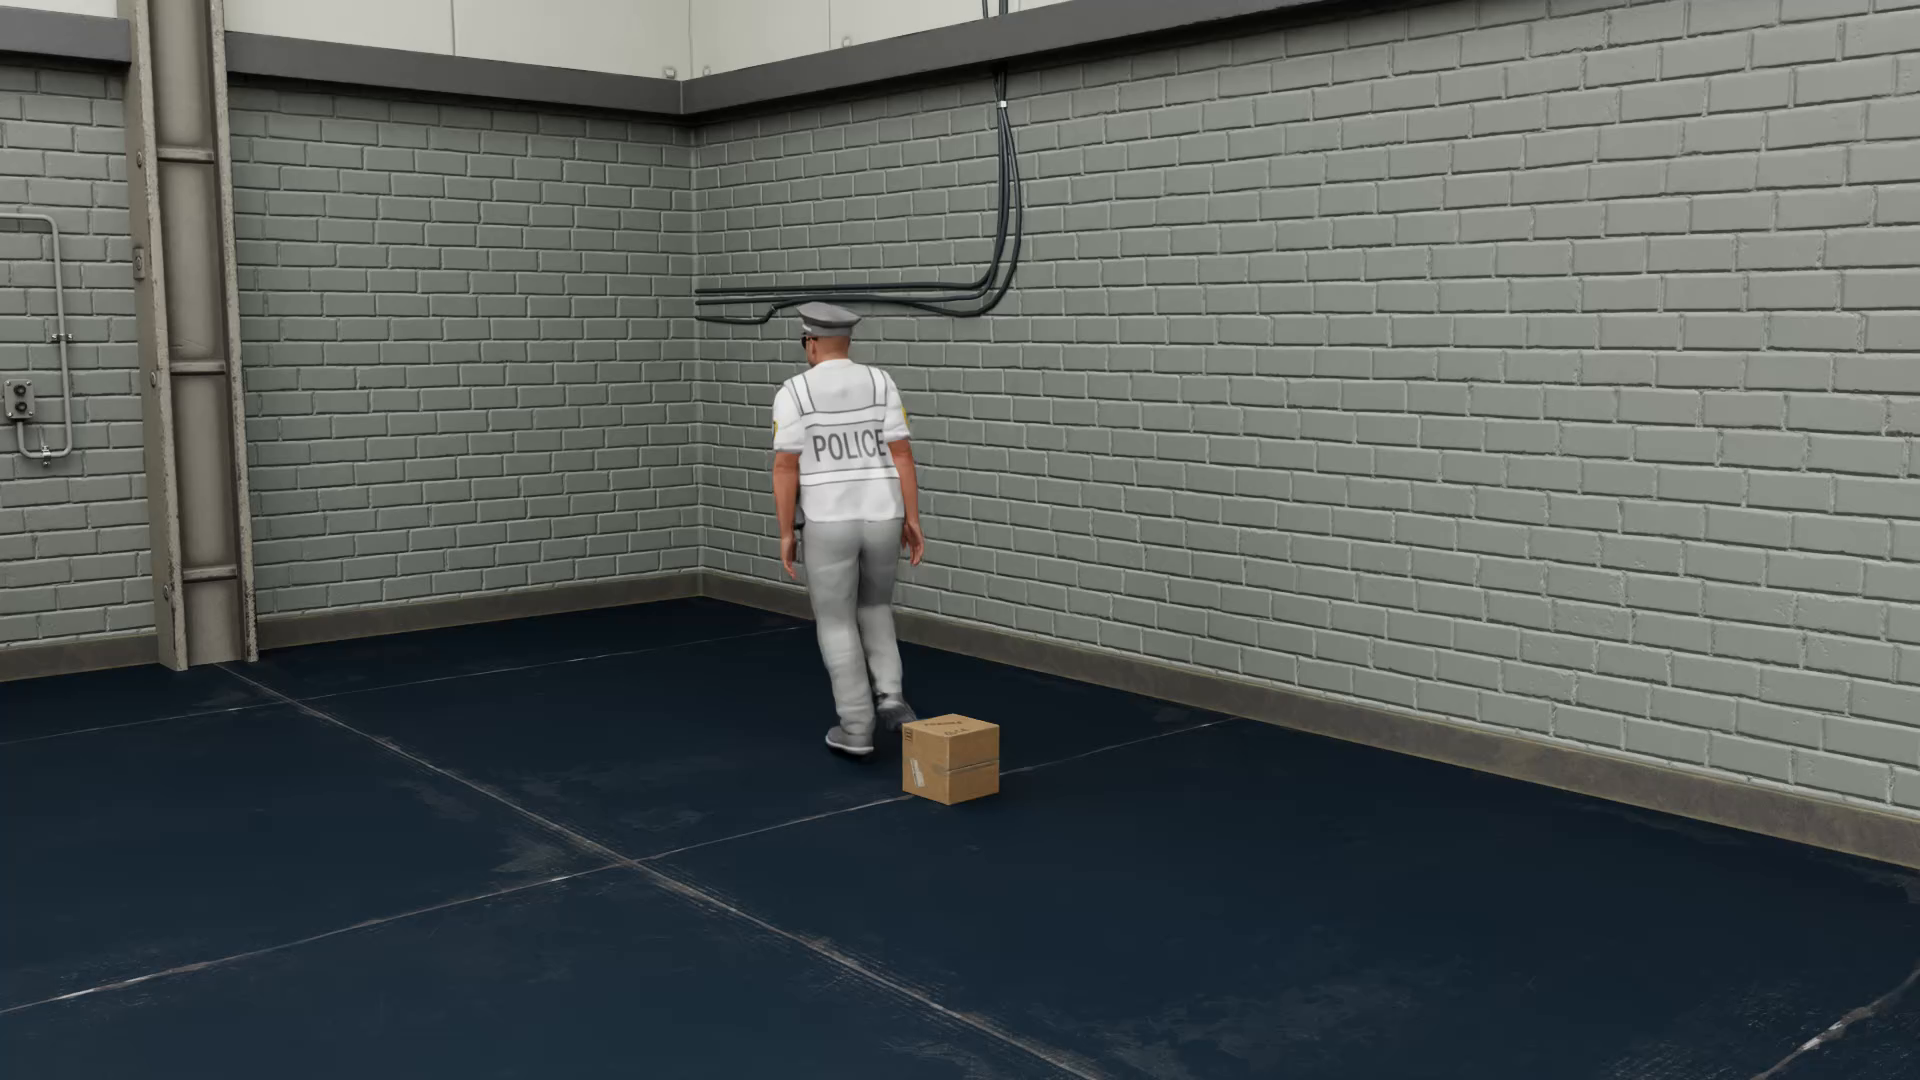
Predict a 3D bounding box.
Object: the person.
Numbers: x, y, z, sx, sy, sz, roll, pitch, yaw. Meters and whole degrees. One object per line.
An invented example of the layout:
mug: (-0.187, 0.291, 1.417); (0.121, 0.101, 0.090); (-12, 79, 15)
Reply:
person: (-0.448, -0.054, 6.512); (0.575, 1.746, 0.478); (-3, 8, -25)
